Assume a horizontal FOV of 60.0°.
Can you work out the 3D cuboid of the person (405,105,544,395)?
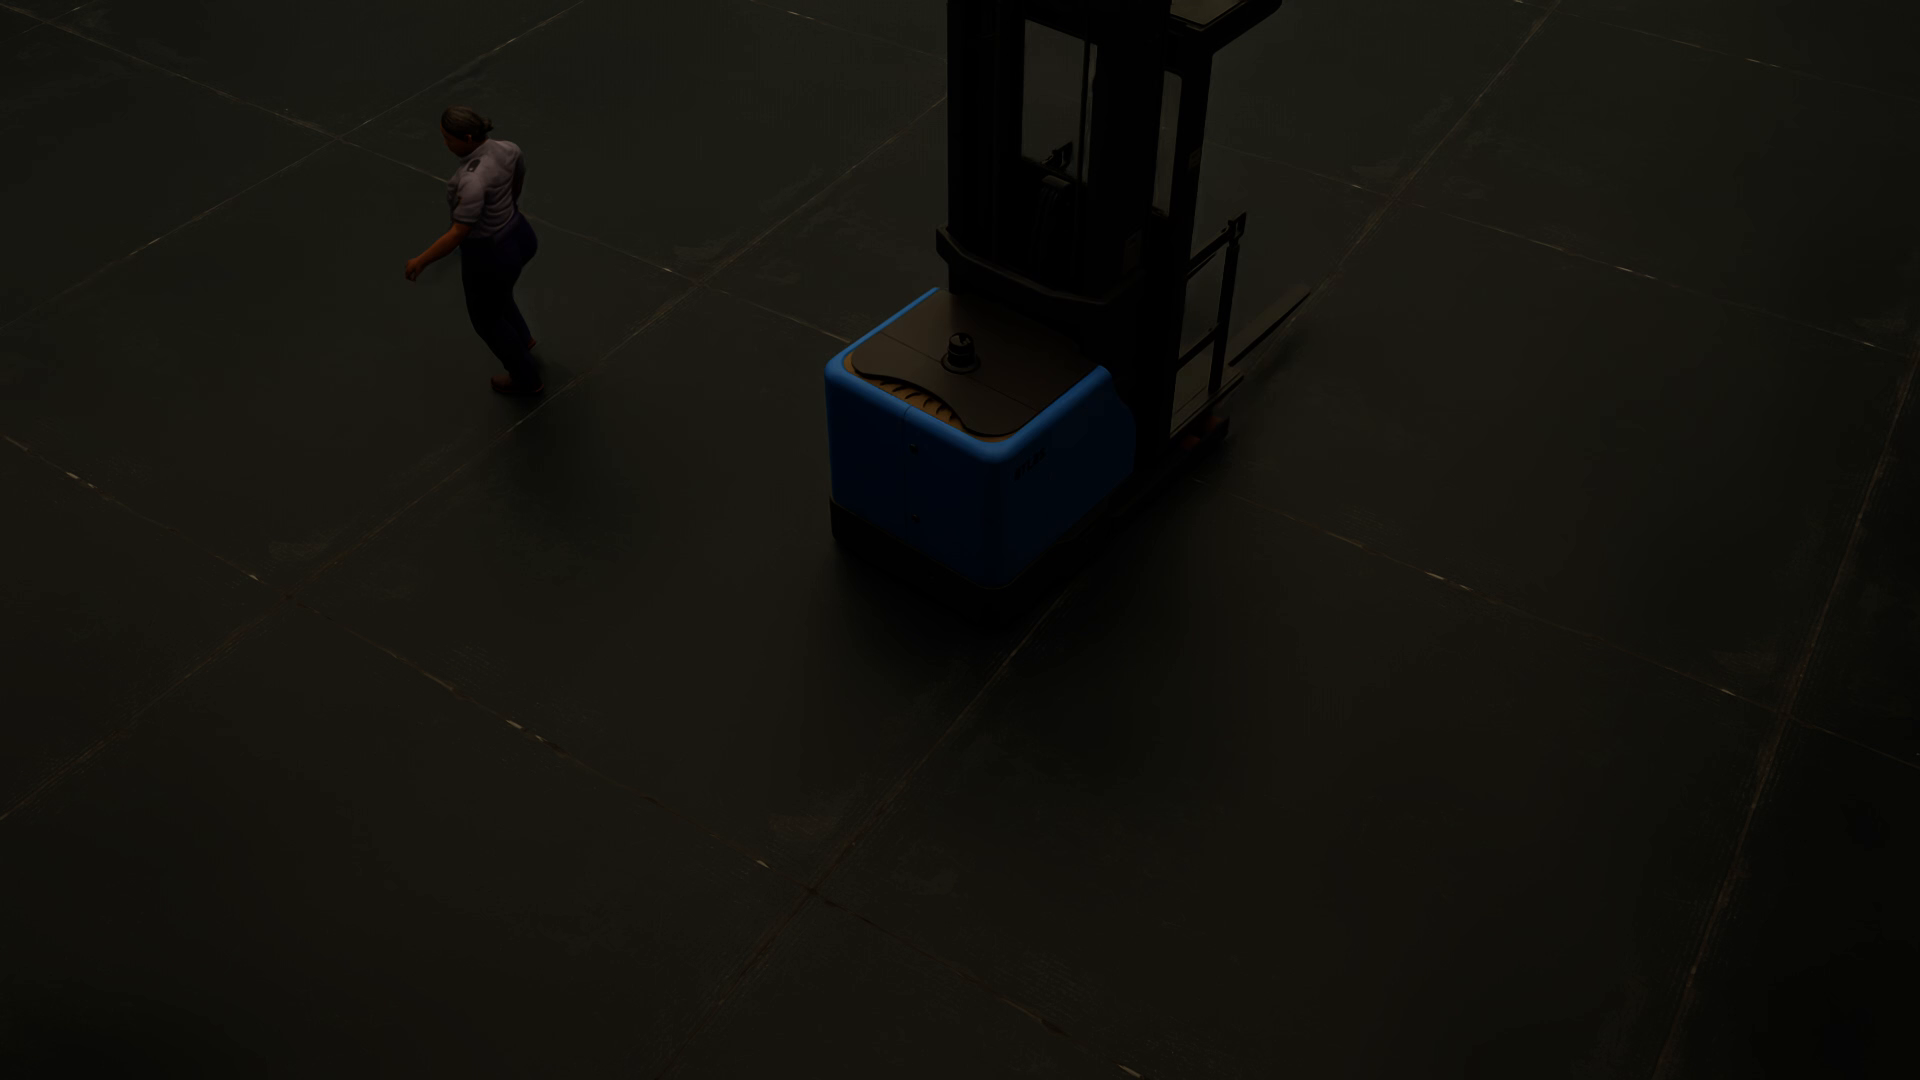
[{"bbox_3d":[-2.381,-1.429,8.344,0.462,1.673,0.843,12,45,12],"label":"person"}]

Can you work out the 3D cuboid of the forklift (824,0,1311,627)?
[{"bbox_3d":[0.711,-1.624,7.562,1.130,2.935,3.031,29,51,27],"label":"forklift"}]
